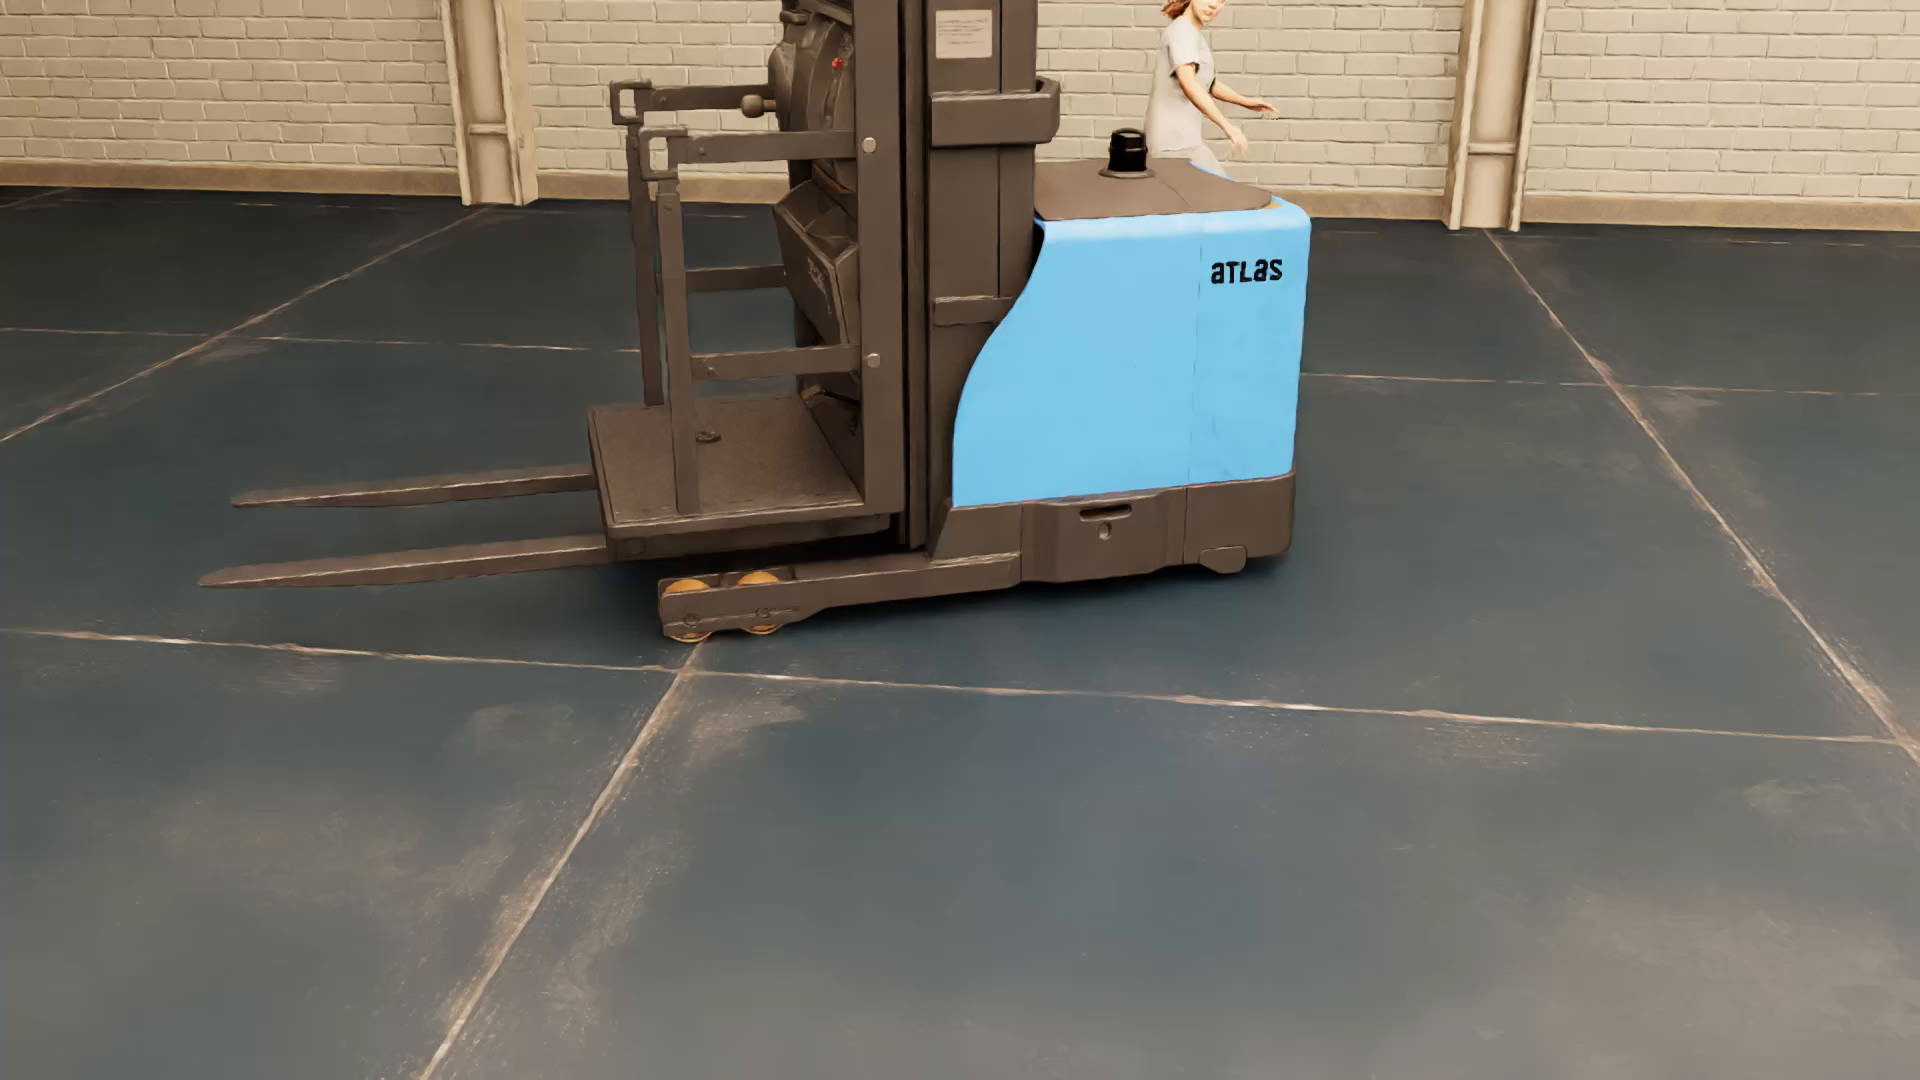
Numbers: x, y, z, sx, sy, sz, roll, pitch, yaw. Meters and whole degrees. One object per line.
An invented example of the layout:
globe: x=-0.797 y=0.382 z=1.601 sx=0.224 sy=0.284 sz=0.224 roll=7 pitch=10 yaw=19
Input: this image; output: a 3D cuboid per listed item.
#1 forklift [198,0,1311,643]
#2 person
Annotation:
forklift: x=-0.588 y=-1.301 z=4.485 sx=3.031 sy=2.935 sz=1.130 roll=-6 pitch=23 yaw=-14
person: x=1.133 y=-1.783 z=7.521 sx=0.733 sy=1.560 sz=0.737 roll=-3 pitch=22 yaw=-7
